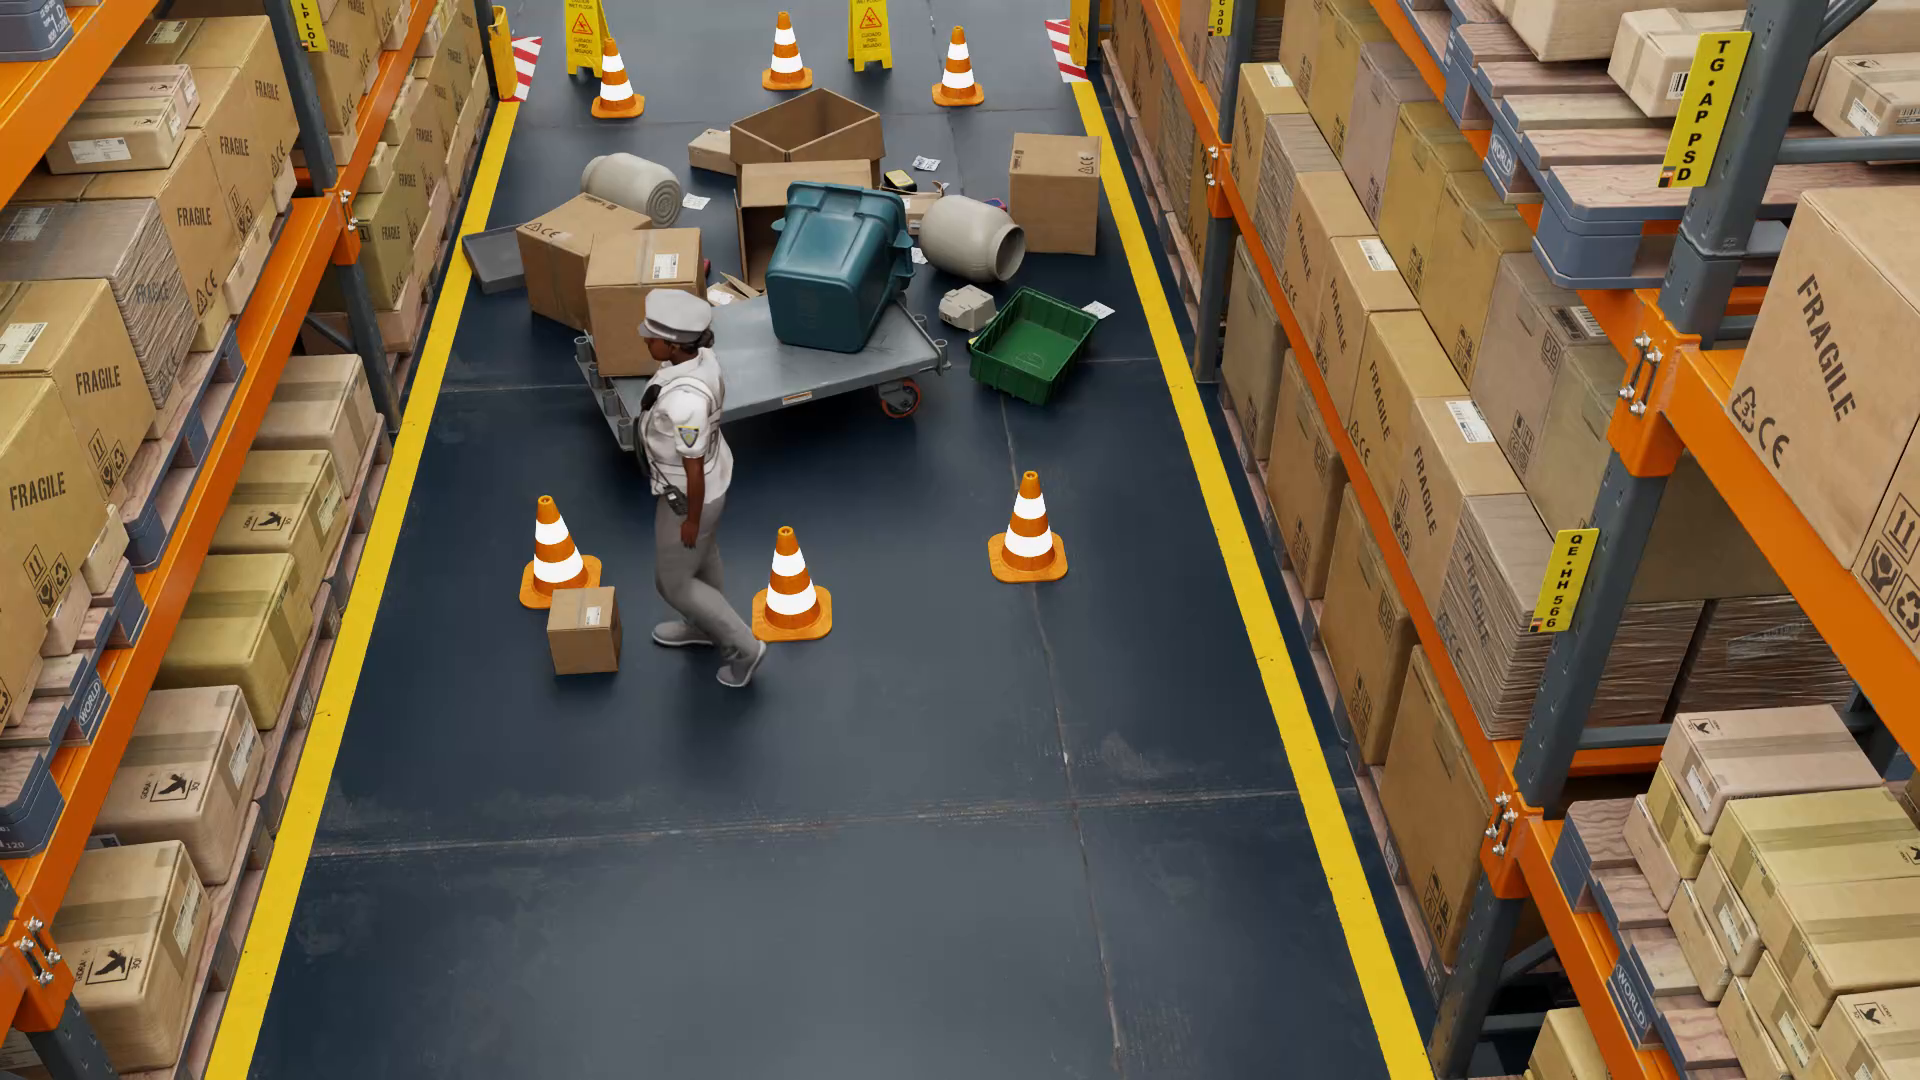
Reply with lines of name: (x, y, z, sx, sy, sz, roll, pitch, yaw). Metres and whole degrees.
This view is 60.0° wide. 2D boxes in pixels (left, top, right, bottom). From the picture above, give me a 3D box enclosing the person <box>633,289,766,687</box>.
person: (-1.039, -0.205, 6.395, 0.487, 1.699, 0.491, 0, 39, 1)
